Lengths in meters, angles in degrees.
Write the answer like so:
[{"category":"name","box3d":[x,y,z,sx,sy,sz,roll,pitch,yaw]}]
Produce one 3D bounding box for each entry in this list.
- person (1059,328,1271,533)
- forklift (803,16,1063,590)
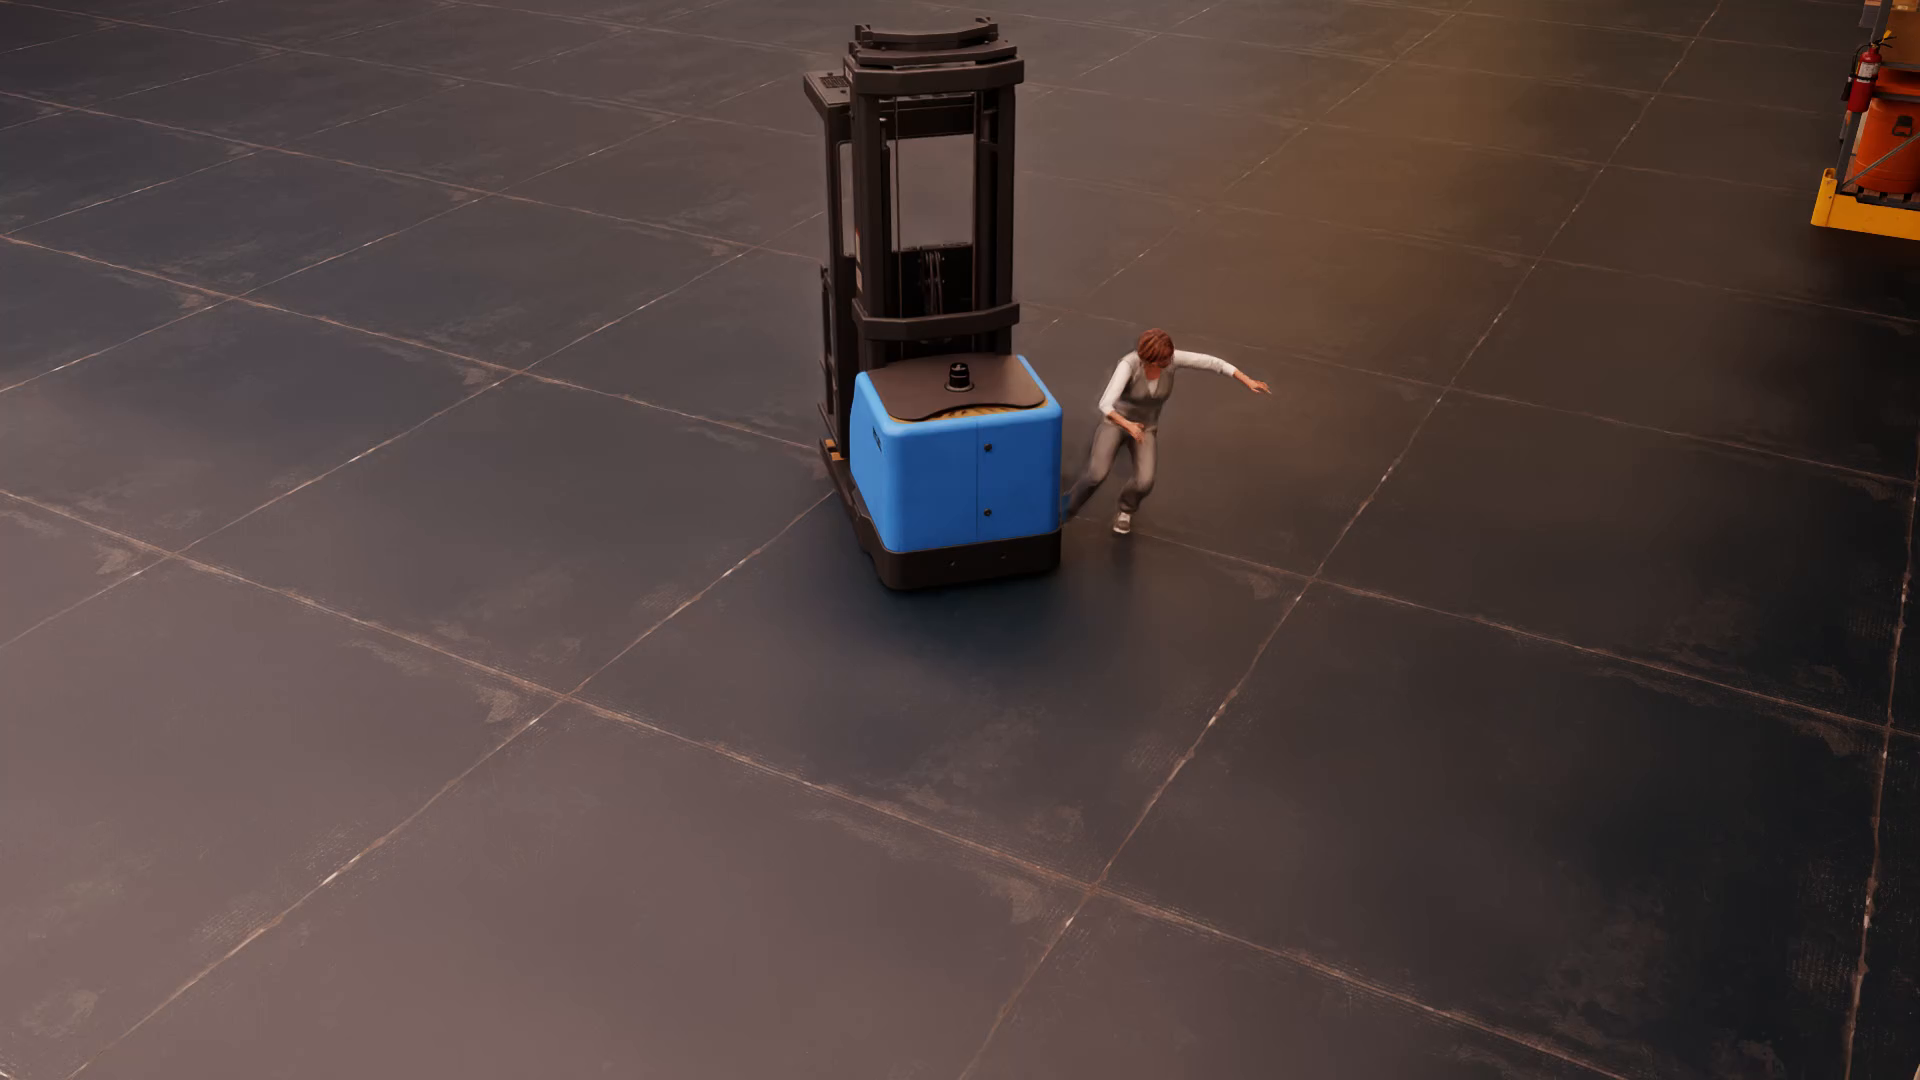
[{"category":"person","box3d":[1.047,-0.603,9.718,1.359,1.331,0.723,-9,31,-14]},{"category":"forklift","box3d":[-0.288,-1.711,10.036,1.130,2.935,3.031,-8,31,-13]}]
